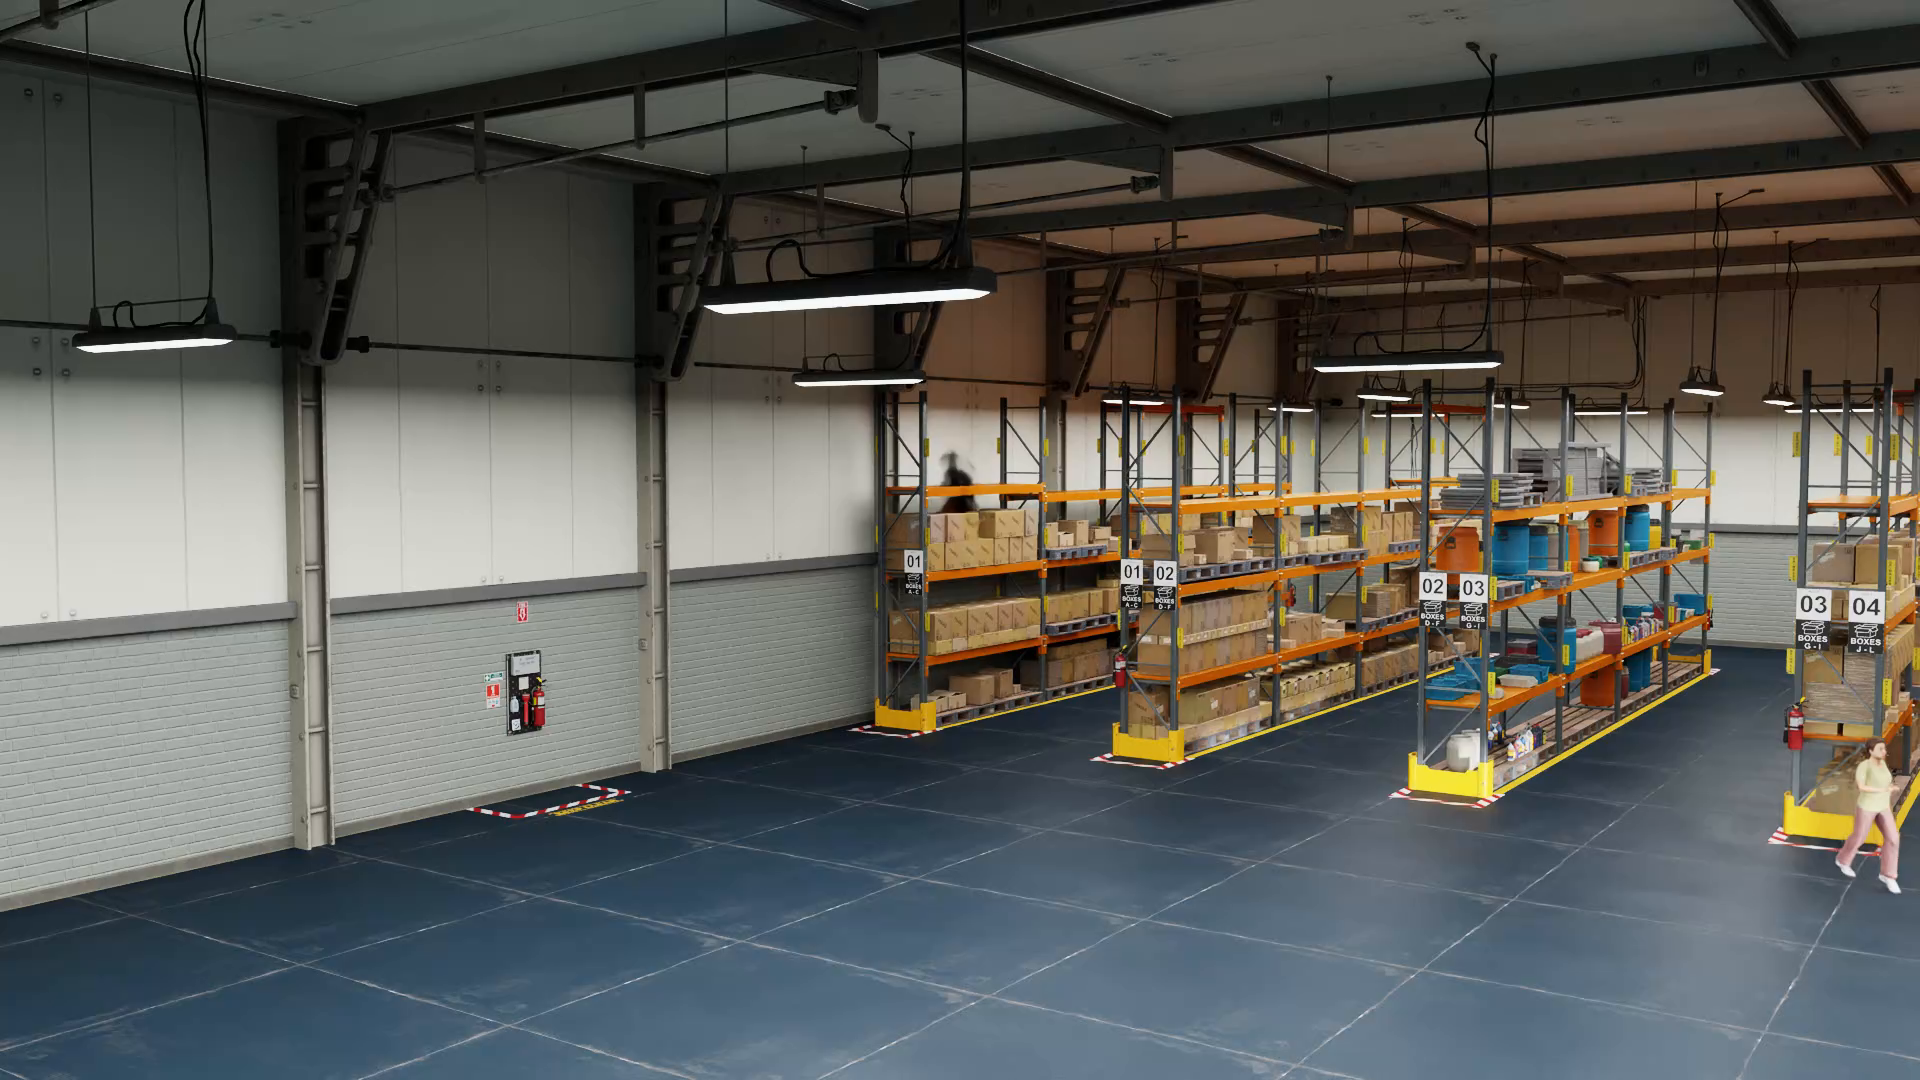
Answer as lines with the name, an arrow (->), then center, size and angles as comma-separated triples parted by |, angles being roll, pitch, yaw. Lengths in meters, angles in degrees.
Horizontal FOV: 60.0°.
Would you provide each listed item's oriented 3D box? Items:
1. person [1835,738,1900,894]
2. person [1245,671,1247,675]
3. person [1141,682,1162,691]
person -> 10.388, 3.100, 19.003 | 0.545, 1.716, 0.840 | -1, 3, -15
person -> 5.867, 2.215, 35.046 | 0.578, 1.753, 0.729 | 1, 3, 21
person -> 3.467, 2.518, 30.001 | 0.588, 1.624, 0.831 | 2, 4, 31
